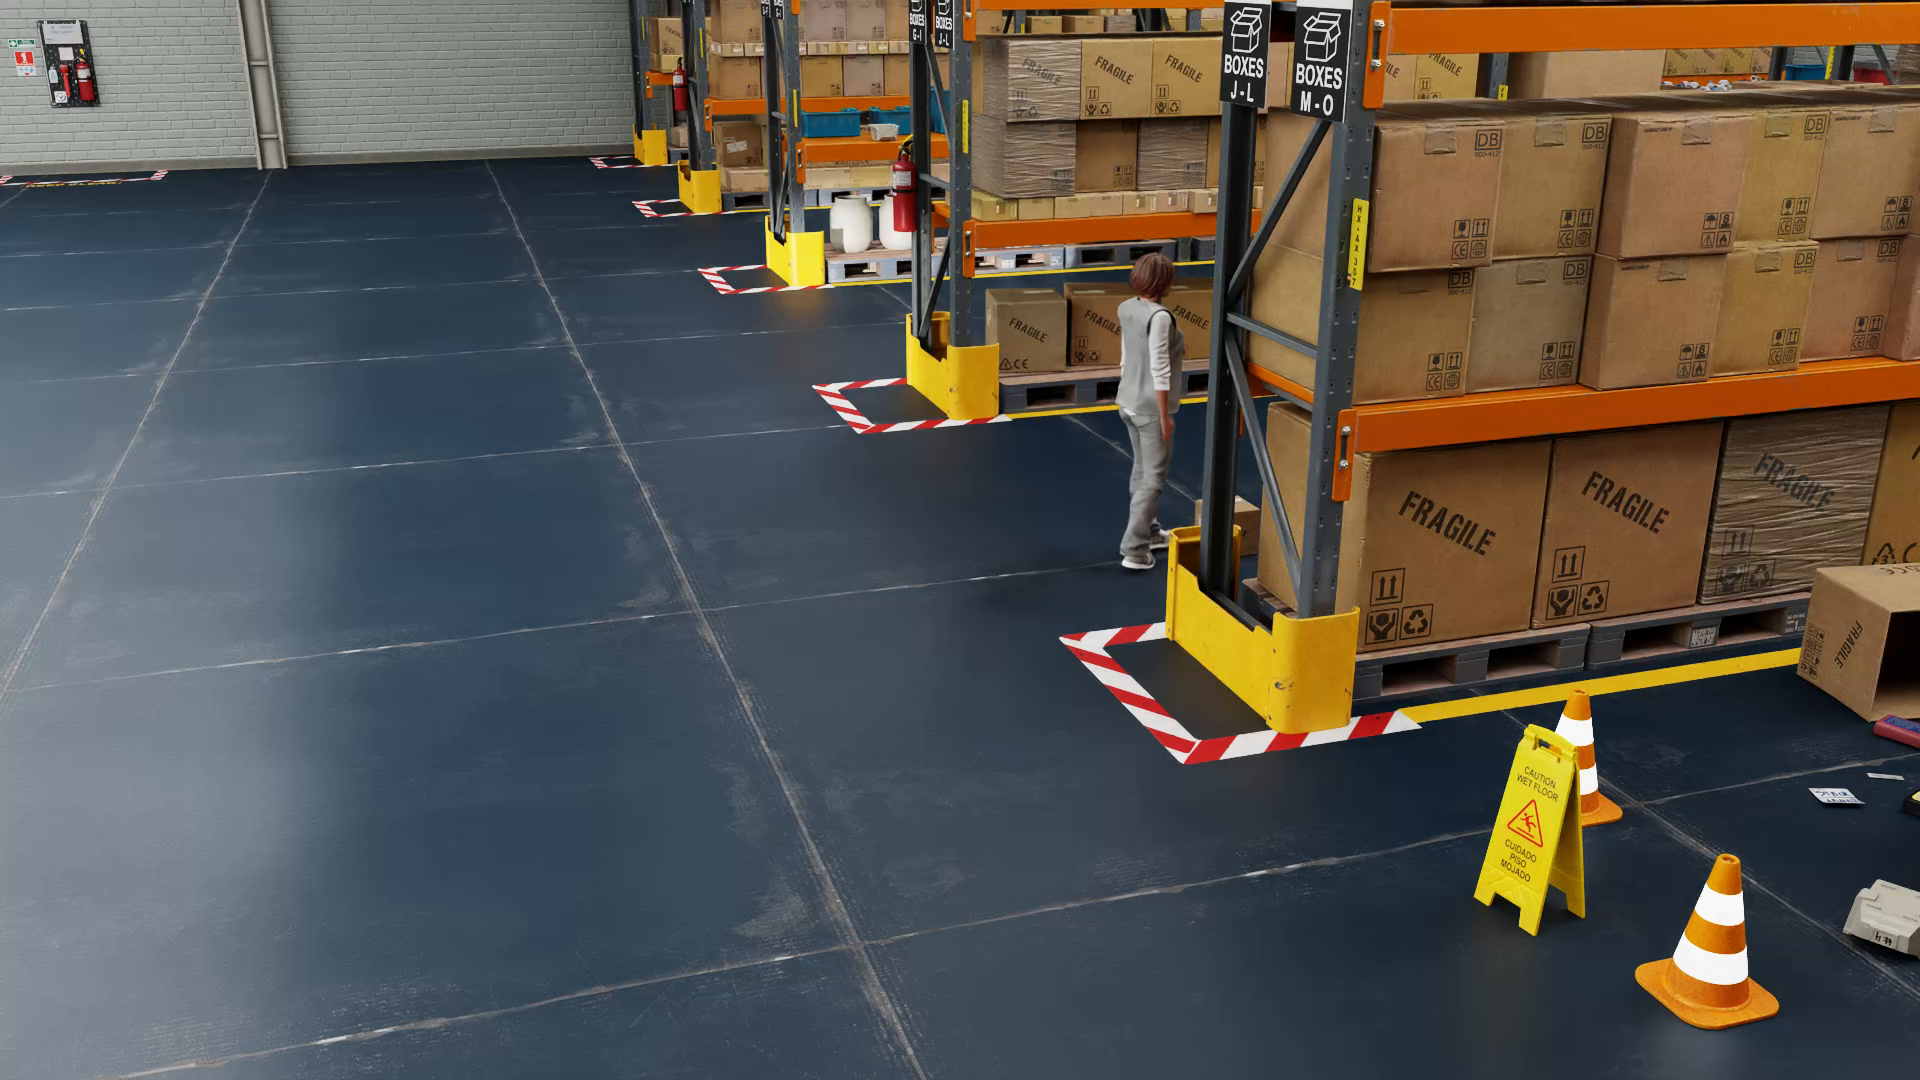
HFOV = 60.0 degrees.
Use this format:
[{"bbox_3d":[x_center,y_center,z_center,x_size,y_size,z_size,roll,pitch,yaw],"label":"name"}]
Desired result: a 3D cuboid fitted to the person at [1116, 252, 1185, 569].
[{"bbox_3d":[0.985,-0.652,8.444,0.523,1.597,0.438,-9,21,-23],"label":"person"}]
